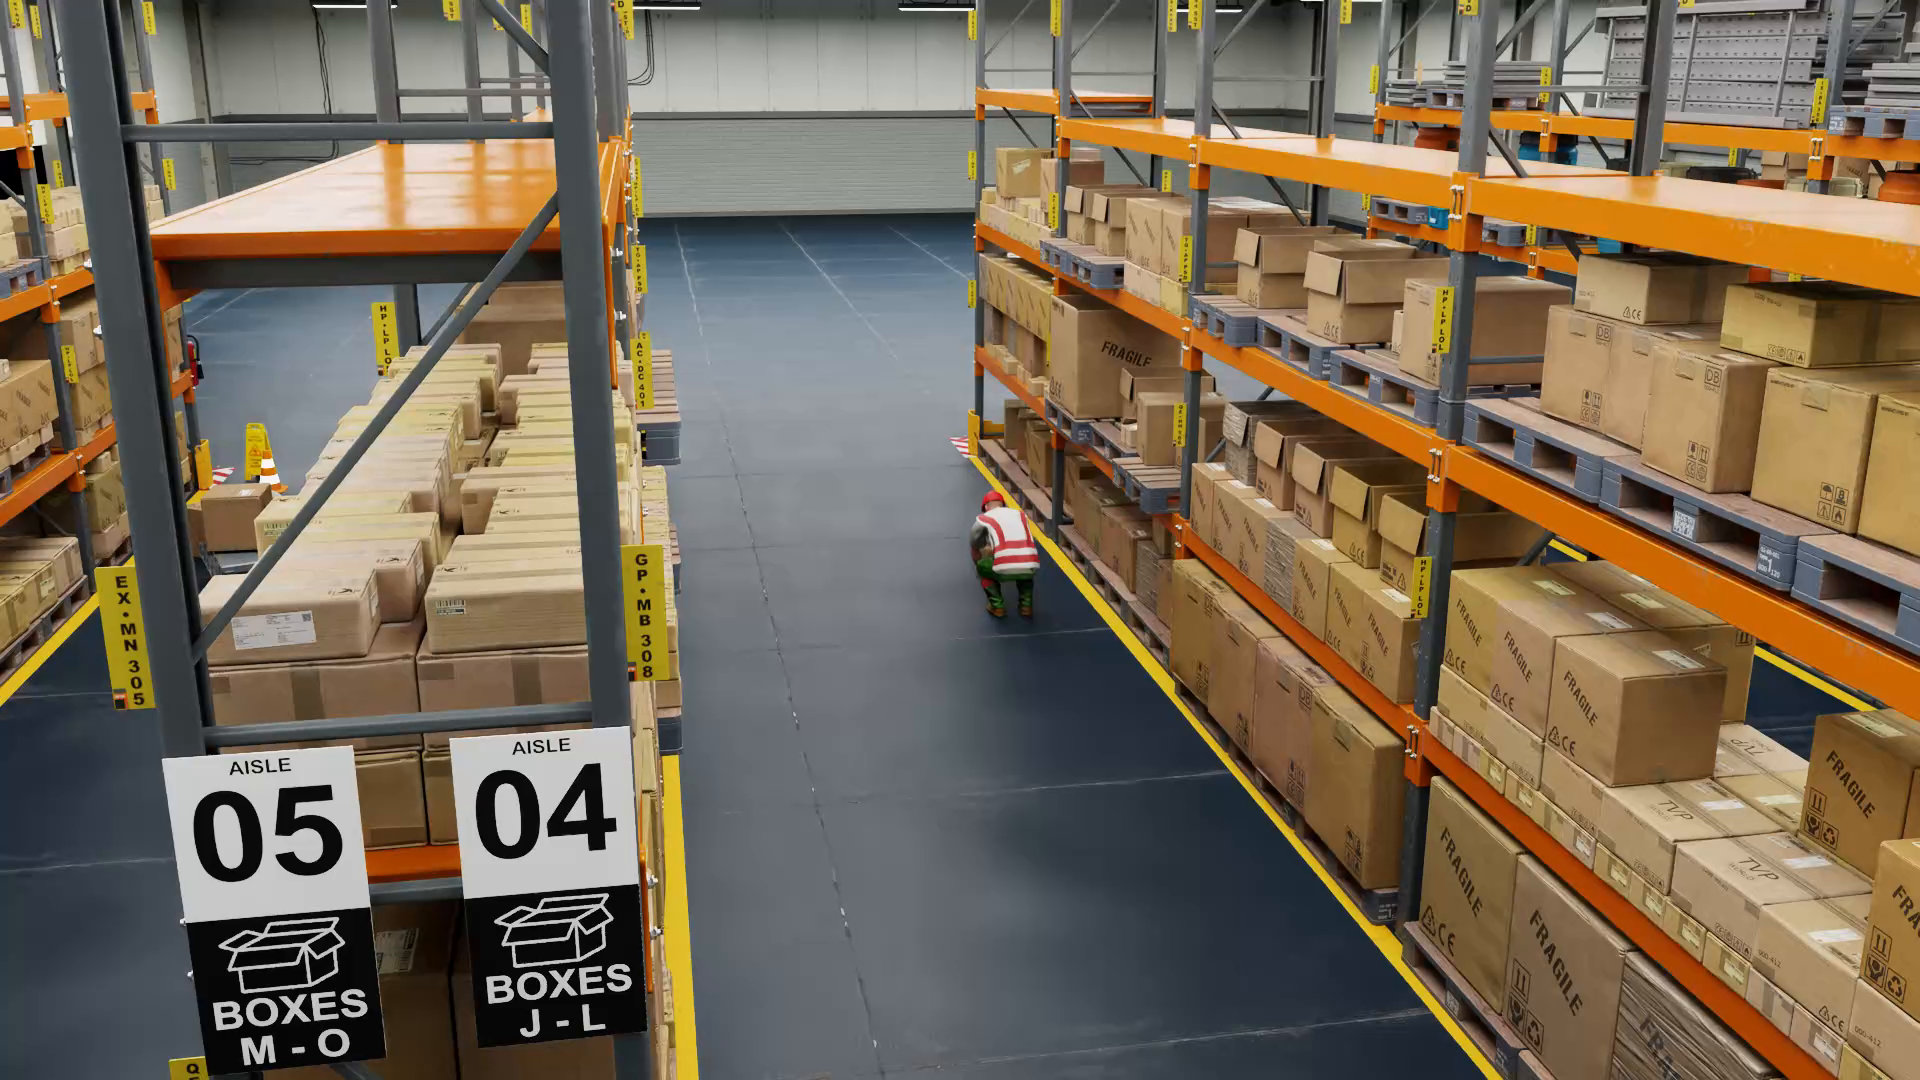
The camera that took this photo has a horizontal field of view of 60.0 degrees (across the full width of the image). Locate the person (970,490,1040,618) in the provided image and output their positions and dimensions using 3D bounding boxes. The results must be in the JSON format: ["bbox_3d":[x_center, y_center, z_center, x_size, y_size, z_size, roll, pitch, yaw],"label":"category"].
[{"bbox_3d":[0.388,0.120,14.508,0.573,0.998,0.888,-3,16,-10],"label":"person"}]
